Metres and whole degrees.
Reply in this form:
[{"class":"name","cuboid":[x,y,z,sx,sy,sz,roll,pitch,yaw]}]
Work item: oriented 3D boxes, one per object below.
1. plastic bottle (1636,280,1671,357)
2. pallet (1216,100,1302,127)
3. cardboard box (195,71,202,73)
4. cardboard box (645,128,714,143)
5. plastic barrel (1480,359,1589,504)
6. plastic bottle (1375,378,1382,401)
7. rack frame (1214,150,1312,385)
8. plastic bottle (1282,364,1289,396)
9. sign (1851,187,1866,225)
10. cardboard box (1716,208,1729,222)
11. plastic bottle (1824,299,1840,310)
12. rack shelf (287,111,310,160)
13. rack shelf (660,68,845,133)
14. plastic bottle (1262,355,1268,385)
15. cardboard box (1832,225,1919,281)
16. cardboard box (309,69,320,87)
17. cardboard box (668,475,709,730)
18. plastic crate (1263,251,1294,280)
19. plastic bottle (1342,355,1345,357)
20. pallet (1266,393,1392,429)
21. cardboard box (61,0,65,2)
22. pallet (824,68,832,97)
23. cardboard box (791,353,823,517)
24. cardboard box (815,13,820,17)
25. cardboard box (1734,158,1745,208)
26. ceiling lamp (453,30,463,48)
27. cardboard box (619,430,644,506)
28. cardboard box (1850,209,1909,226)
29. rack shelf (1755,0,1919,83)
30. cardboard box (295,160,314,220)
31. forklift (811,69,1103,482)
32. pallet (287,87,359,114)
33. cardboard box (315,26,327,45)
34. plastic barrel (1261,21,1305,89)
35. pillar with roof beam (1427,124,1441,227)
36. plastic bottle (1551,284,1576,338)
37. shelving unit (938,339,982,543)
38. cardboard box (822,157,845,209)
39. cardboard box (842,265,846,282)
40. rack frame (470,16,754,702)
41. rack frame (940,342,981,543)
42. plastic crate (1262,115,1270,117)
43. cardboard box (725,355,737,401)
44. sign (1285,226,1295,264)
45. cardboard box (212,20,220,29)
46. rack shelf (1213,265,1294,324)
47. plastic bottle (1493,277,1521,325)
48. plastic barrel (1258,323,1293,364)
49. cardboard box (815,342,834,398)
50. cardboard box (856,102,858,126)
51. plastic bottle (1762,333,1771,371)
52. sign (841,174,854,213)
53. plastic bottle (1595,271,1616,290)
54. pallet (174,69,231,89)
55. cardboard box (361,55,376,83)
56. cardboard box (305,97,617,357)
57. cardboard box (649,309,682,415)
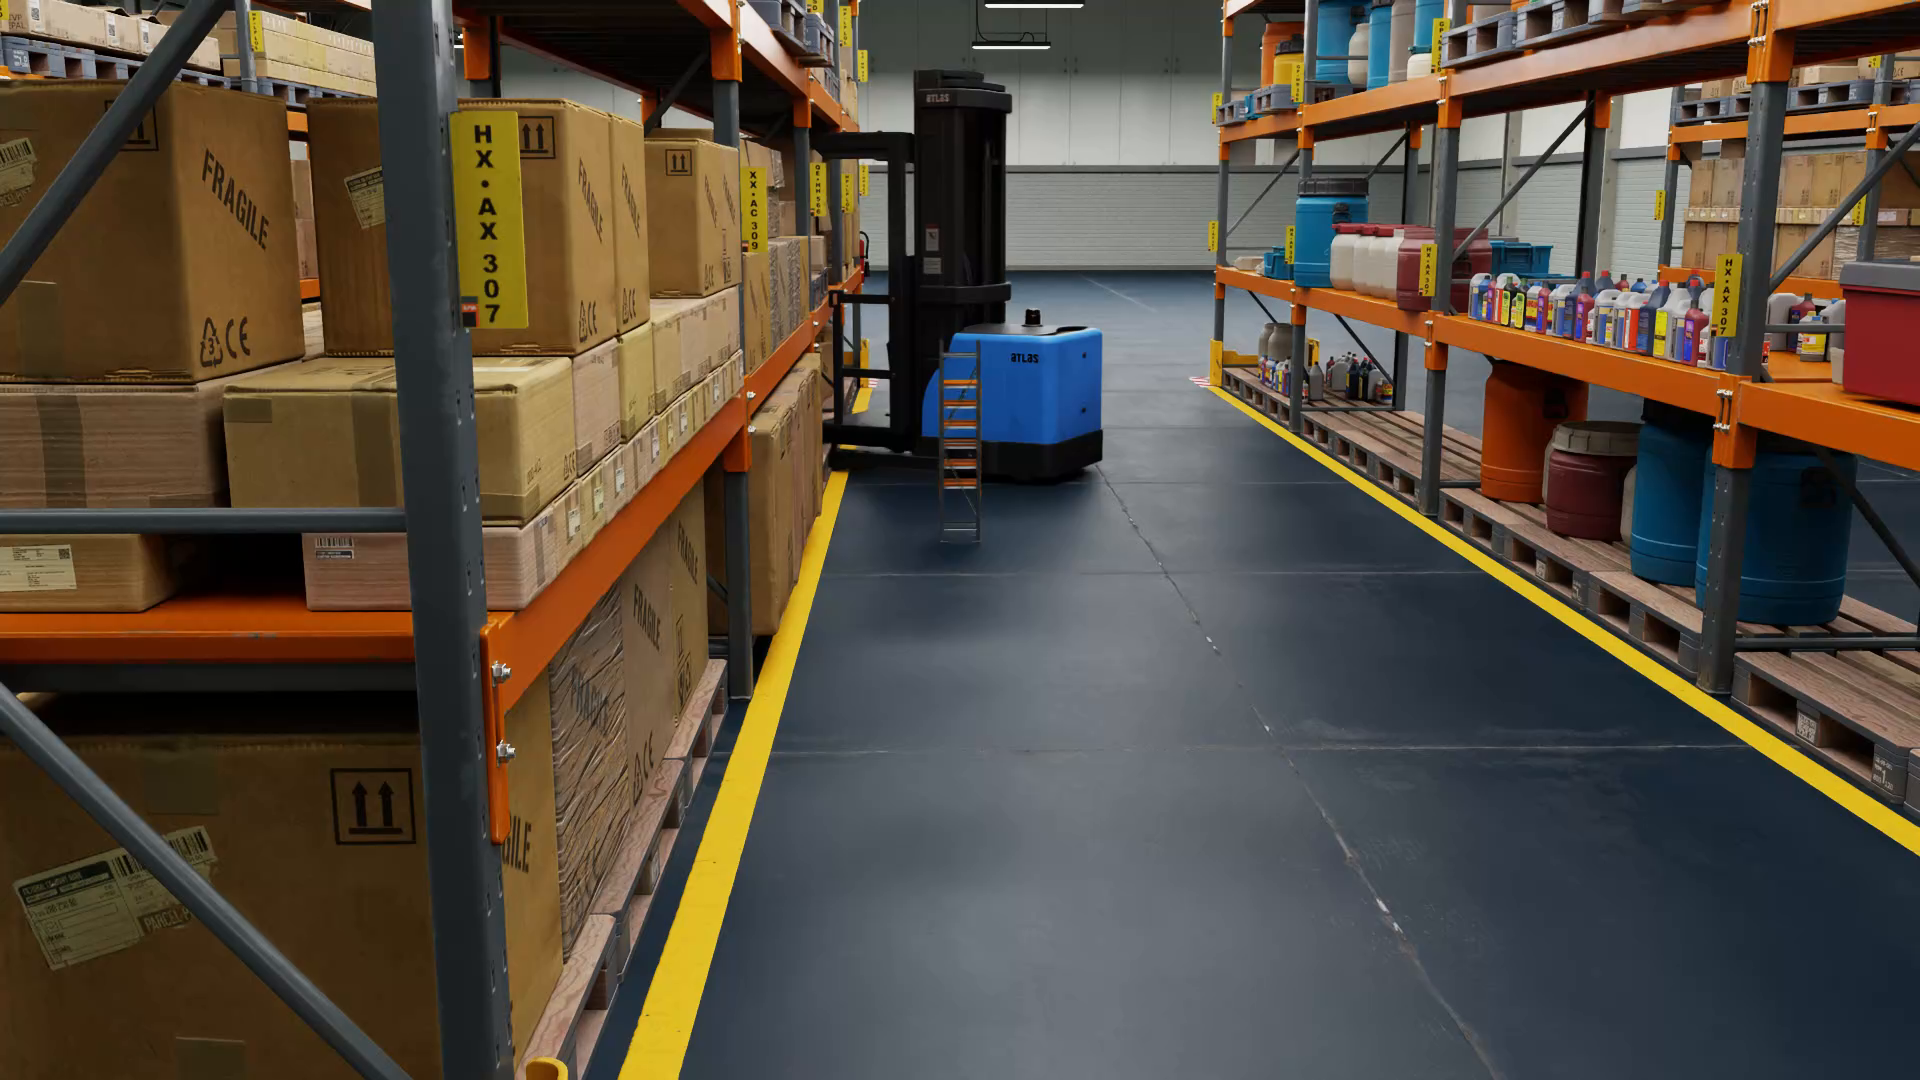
[{"class":"plastic bottle","cuboid":[3.246,-1.032,7.727,0.144,0.351,0.185,0,11,-1]},{"class":"pallet","cuboid":[3.268,-4.436,17.312,1.003,0.211,1.213,0,11,-1]},{"class":"cardboard box","cuboid":[-6.809,-4.081,14.409,0.380,0.149,0.250,0,11,-1]},{"class":"cardboard box","cuboid":[-1.377,-1.485,7.062,0.797,0.503,0.637,-1,11,-3]},{"class":"plastic barrel","cuboid":[3.541,-0.678,10.261,0.600,0.830,0.708,0,11,-1]},{"class":"plastic bottle","cuboid":[3.858,-1.378,15.240,0.097,0.201,0.097,0,11,0]},{"class":"rack frame","cuboid":[3.348,-3.224,18.404,1.000,3.000,0.127,0,11,-1]},{"class":"plastic bottle","cuboid":[3.080,-1.510,15.684,0.061,0.283,0.133,1,11,3]},{"class":"sign","cuboid":[7.828,-2.909,14.475,0.100,0.325,0.005,0,11,-1]},{"class":"cardboard box","cuboid":[8.108,-3.379,17.287,0.380,0.149,0.250,0,11,-2]},{"class":"plastic bottle","cuboid":[3.985,-0.965,7.593,0.097,0.271,0.097,0,11,0]},{"class":"rack shelf","cuboid":[-6.523,-3.923,16.116,1.077,0.370,4.000,0,11,-1]},{"class":"rack shelf","cuboid":[-1.480,-3.128,12.198,1.077,0.370,4.000,0,11,-1]},{"class":"plastic bottle","cuboid":[3.061,-1.701,16.626,0.061,0.283,0.133,0,11,0]},{"class":"cardboard box","cuboid":[8.368,-2.585,15.007,0.700,0.500,0.500,-1,11,-3]},{"class":"cardboard box","cuboid":[-6.173,-4.286,15.419,0.380,0.149,0.250,0,11,-2]},{"class":"cardboard box","cuboid":[-1.422,0.149,6.067,0.875,0.875,0.875,0,11,-1]},{"class":"plastic crate","cuboid":[3.137,-2.574,15.579,0.499,0.251,0.616,0,11,-1]},{"class":"plastic bottle","cuboid":[3.845,-1.722,16.726,0.061,0.283,0.133,0,11,0]},{"class":"pallet","cuboid":[3.459,-1.196,15.421,1.003,0.211,1.213,0,11,-1]},{"class":"cardboard box","cuboid":[-6.715,-3.731,11.802,0.500,0.500,0.500,0,11,-1]},{"class":"pallet","cuboid":[-1.590,-3.457,12.482,1.213,0.211,1.003,0,11,-1]},{"class":"cardboard box","cuboid":[-1.445,-0.640,9.958,1.225,0.875,0.875,-1,11,-4]},{"class":"cardboard box","cuboid":[-1.198,-3.572,11.070,0.500,0.500,0.500,0,11,-1]},{"class":"cardboard box","cuboid":[8.326,-3.620,16.844,0.700,0.500,0.500,0,11,-1]},{"class":"ceiling lamp","cuboid":[-13.152,-14.015,41.827,2.000,3.185,0.800,0,11,-1]},{"class":"cardboard box","cuboid":[-0.974,-0.176,4.013,0.380,0.149,0.250,0,11,-2]},{"class":"cardboard box","cuboid":[8.163,-2.868,14.769,0.380,0.149,0.250,0,11,-1]},{"class":"rack shelf","cuboid":[3.638,-1.558,4.460,1.077,0.370,4.000,0,11,-1]},{"class":"cardboard box","cuboid":[-6.457,-3.301,15.692,0.875,0.550,0.550,0,11,-1]},{"class":"forklift","cuboid":[-0.463,-2.030,12.695,3.031,2.935,1.130,6,13,26]},{"class":"pallet","cuboid":[-6.511,-4.239,16.088,1.003,0.211,1.213,0,11,-1]},{"class":"cardboard box","cuboid":[-6.177,-4.727,15.590,0.380,0.149,0.250,0,11,-1]},{"class":"plastic barrel","cuboid":[3.485,-5.014,17.548,0.600,0.830,0.708,0,11,-1]},{"class":"pillar with roof beam","cuboid":[9.208,-12.015,46.648,9.100,9.000,0.548,0,11,-1]},{"class":"plastic bottle","cuboid":[3.228,-1.210,8.789,0.152,0.276,0.135,0,11,-1]},{"class":"shelving unit","cuboid":[0.000,-0.591,9.954,0.258,1.200,0.189,0,11,-1]},{"class":"cardboard box","cuboid":[-1.276,-3.183,14.692,0.500,0.500,0.500,0,11,-1]},{"class":"cardboard box","cuboid":[-1.217,-2.379,14.872,0.380,0.149,0.250,0,11,-1]},{"class":"rack frame","cuboid":[-1.356,-0.818,6.546,1.000,3.000,0.127,0,11,-1]},{"class":"rack frame","cuboid":[0.002,-0.573,9.864,0.240,1.200,0.006,0,11,-1]},{"class":"plastic crate","cuboid":[2.993,-4.087,15.778,0.243,0.136,0.396,0,11,-1]},{"class":"cardboard box","cuboid":[-1.016,-0.584,6.026,0.380,0.149,0.250,0,11,0]},{"class":"sign","cuboid":[2.881,-2.564,14.457,0.100,0.325,0.005,0,11,-1]},{"class":"cardboard box","cuboid":[-6.818,-4.572,14.825,0.380,0.149,0.250,0,11,-1]},{"class":"rack shelf","cuboid":[3.390,-2.473,16.516,1.077,0.370,4.000,0,11,-1]},{"class":"plastic bottle","cuboid":[3.209,-1.393,9.694,0.152,0.276,0.135,0,11,-1]},{"class":"plastic barrel","cuboid":[3.438,-2.080,17.967,0.421,0.512,0.421,0,11,0]},{"class":"cardboard box","cuboid":[-1.509,-1.582,15.545,0.500,0.500,0.500,4,12,17]},{"class":"cardboard box","cuboid":[-1.340,-4.505,17.554,0.500,0.250,0.500,0,11,0]},{"class":"plastic bottle","cuboid":[3.389,-0.822,7.067,0.097,0.201,0.097,0,11,0]},{"class":"sign","cuboid":[-0.966,-2.979,14.284,0.100,0.325,0.005,0,11,-1]},{"class":"plastic bottle","cuboid":[3.377,-1.242,8.760,0.144,0.351,0.185,0,11,-1]},{"class":"pallet","cuboid":[-6.414,-3.602,13.207,0.805,0.209,1.217,-1,11,-3]},{"class":"cardboard box","cuboid":[-6.266,-4.805,16.974,0.500,0.250,0.500,0,11,-1]},{"class":"cardboard box","cuboid":[-1.023,-0.658,3.503,0.500,0.500,0.500,-1,11,-3]},{"class":"cardboard box","cuboid":[-1.053,-0.498,4.601,0.500,0.250,0.500,0,11,-2]}]
